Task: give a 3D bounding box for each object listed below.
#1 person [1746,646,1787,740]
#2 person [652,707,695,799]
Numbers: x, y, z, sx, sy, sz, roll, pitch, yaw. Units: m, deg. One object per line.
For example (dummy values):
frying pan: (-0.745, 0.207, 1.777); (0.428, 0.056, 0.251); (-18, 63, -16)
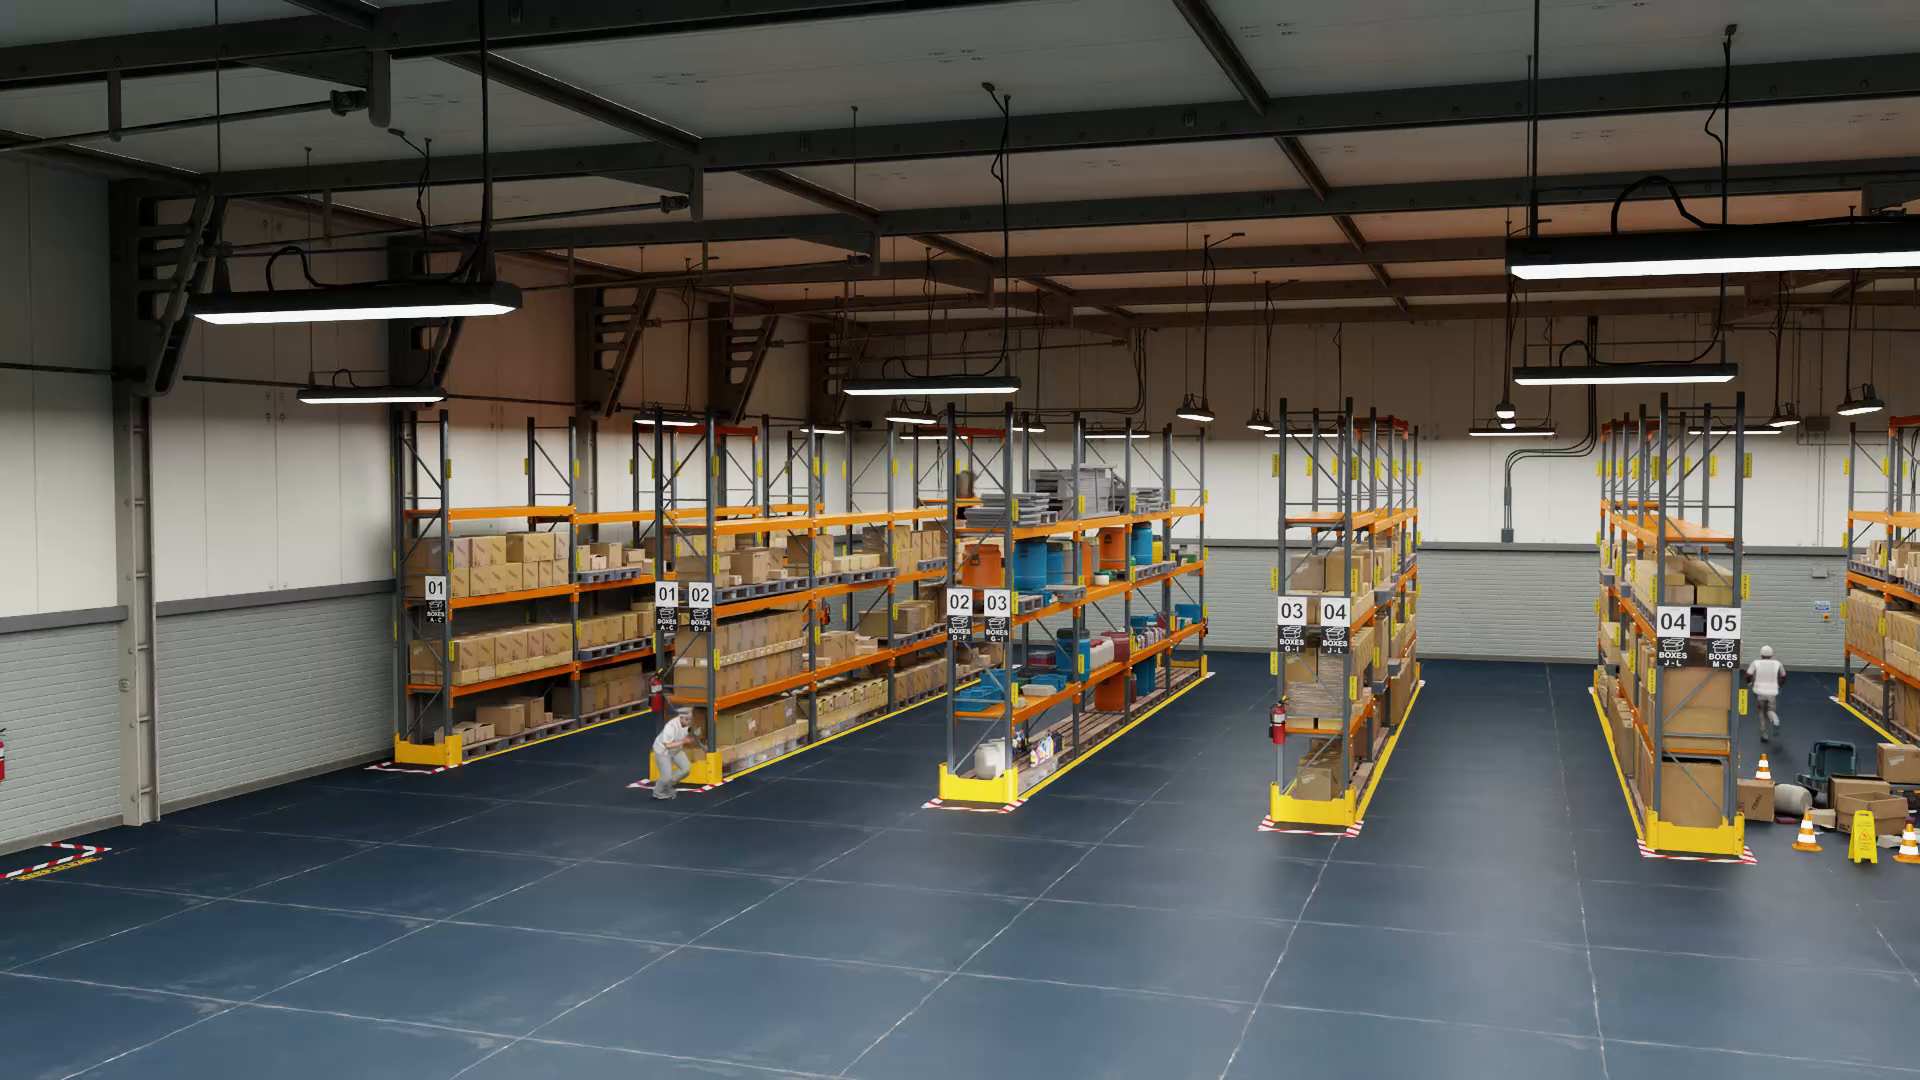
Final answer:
person: (14.812, 2.822, 30.563); (0.678, 1.747, 0.642); (1, 3, 21)
person: (-4.285, 3.201, 24.893); (1.026, 1.465, 0.647); (2, 3, 38)
